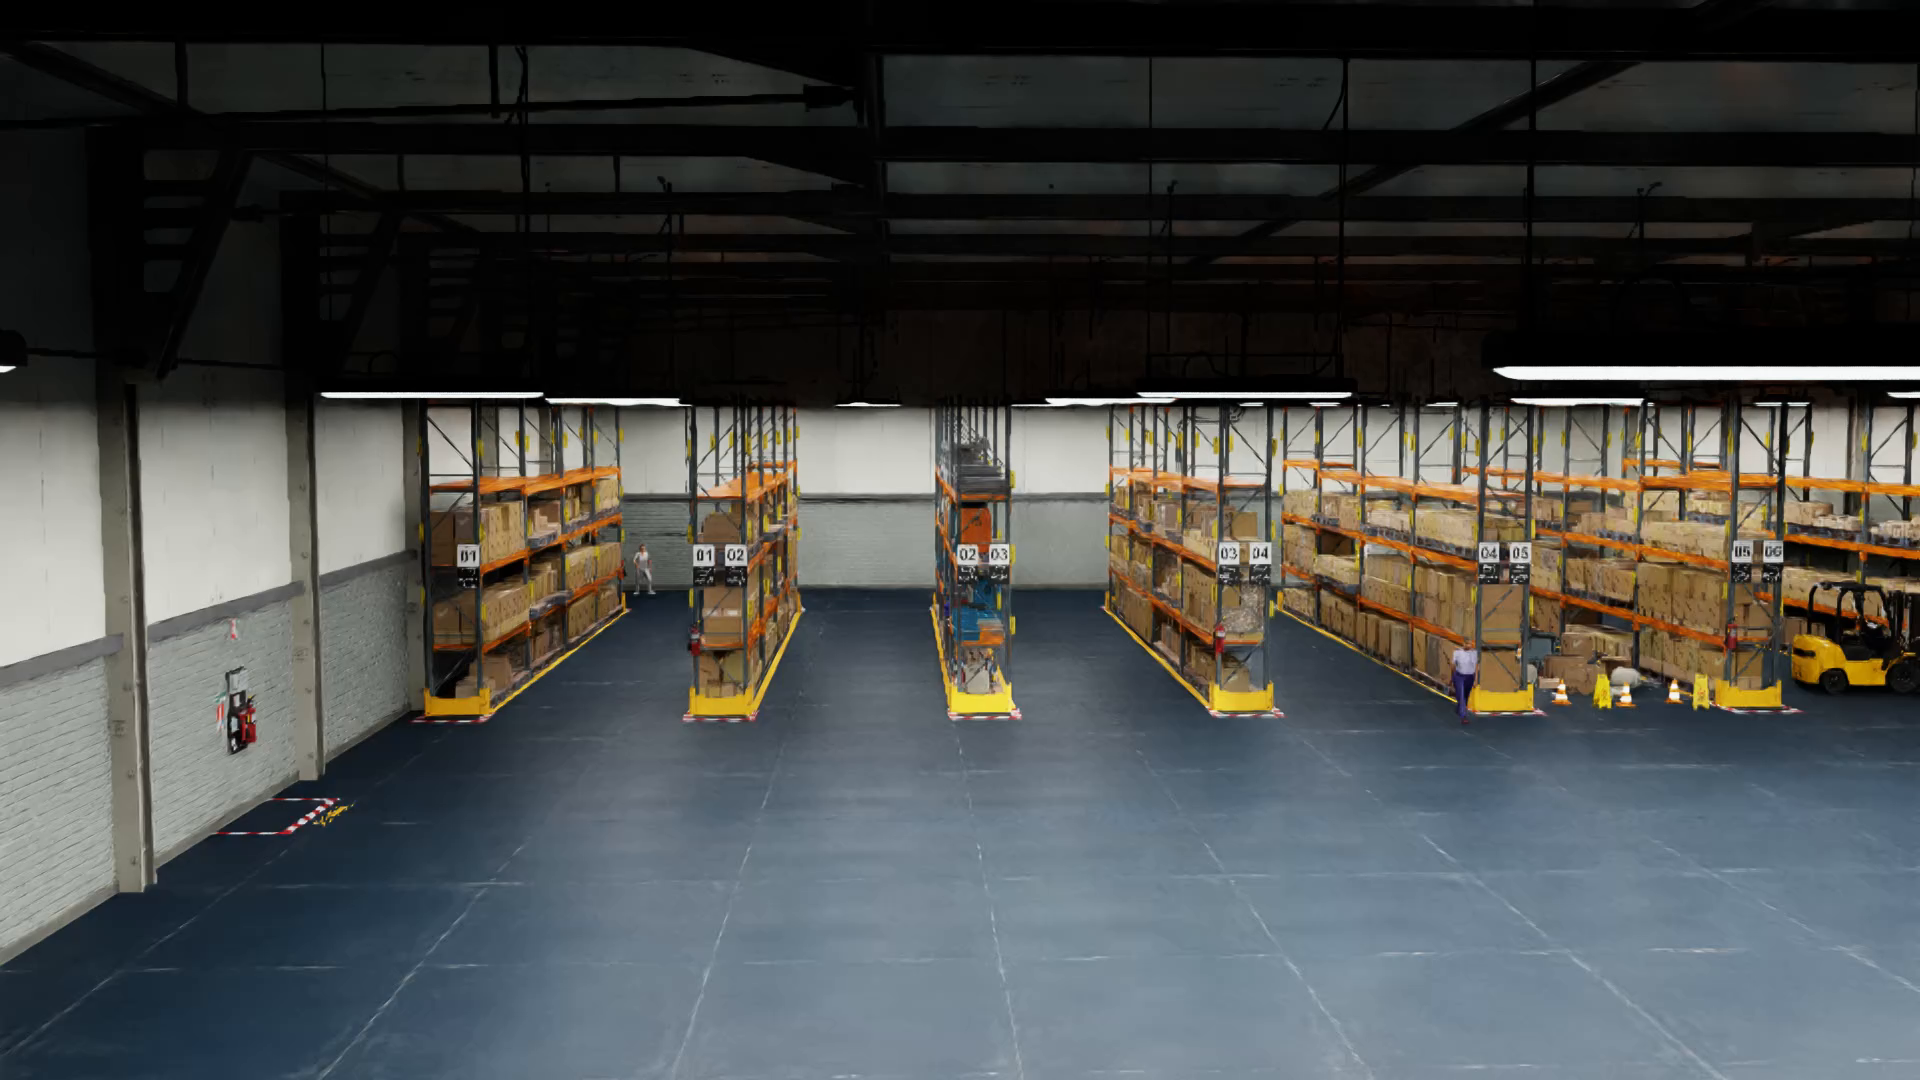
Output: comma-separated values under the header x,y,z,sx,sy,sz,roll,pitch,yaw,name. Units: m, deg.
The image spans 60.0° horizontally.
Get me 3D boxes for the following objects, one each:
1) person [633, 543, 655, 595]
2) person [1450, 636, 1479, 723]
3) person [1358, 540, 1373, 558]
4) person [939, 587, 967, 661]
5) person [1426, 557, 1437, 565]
x,y,z,sx,sy,sz,roll,pitch,yaw,name
-9.735,0.893,51.082,0.609,1.604,0.814,-1,5,-18,person
9.276,2.527,30.499,0.478,1.567,1.093,0,5,-5,person
12.711,0.738,51.934,0.459,1.779,0.702,-3,6,-38,person
-0.143,1.835,36.409,0.549,1.648,0.626,-1,5,-14,person
13.108,1.175,46.314,0.412,1.783,0.664,0,4,1,person
